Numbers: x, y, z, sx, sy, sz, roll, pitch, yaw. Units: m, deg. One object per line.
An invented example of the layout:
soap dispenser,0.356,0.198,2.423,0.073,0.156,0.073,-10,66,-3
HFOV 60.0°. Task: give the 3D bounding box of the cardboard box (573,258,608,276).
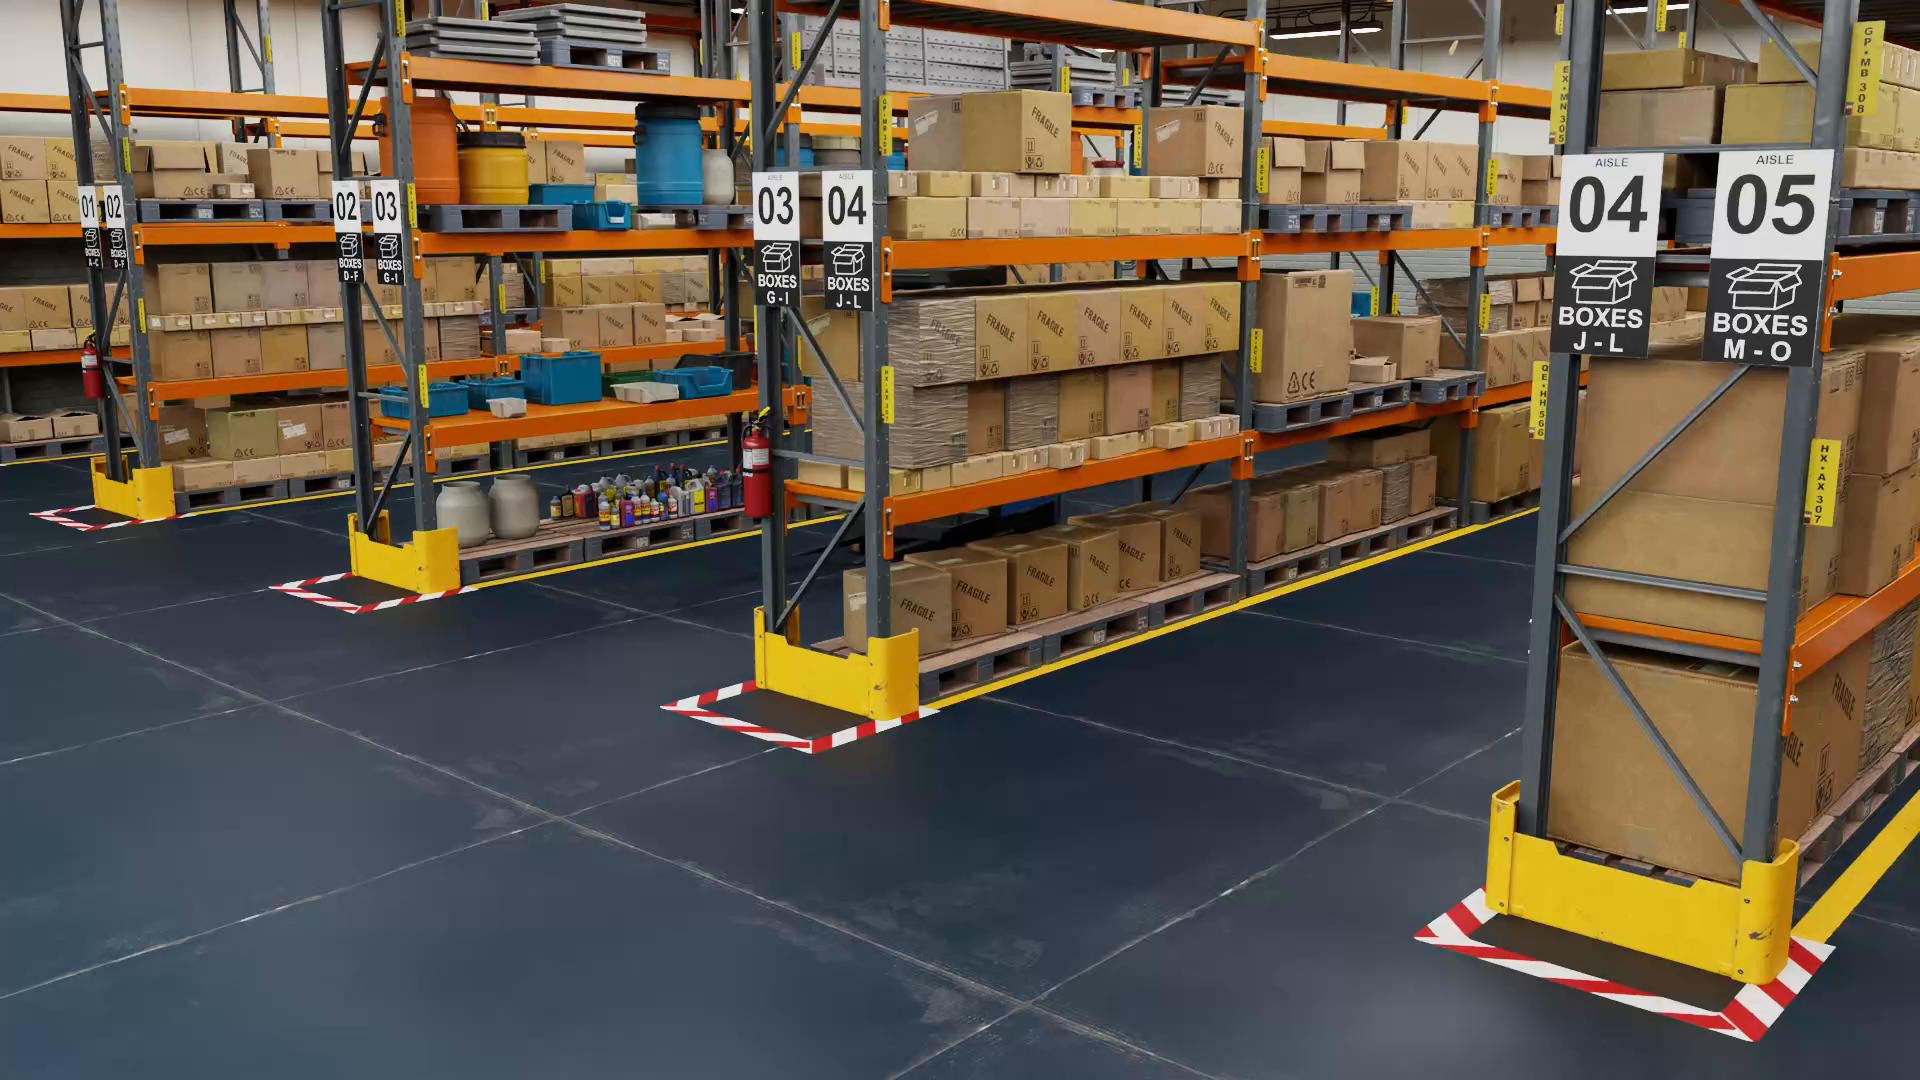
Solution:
cardboard box,-5.860,-4.265,25.964,0.500,0.250,0.500,9,15,40

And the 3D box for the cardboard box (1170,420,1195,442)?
cardboard box,1.511,-0.813,12.301,0.380,0.149,0.250,10,15,40

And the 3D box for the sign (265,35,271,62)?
sign,-8.952,-6.357,21.516,0.100,0.325,0.005,10,15,40

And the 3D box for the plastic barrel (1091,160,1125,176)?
plastic barrel,1.792,-4.323,20.157,0.433,0.535,0.433,0,11,0

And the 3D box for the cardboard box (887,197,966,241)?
cardboard box,-0.313,-1.916,9.911,0.500,0.250,0.500,10,15,42

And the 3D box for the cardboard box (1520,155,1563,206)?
cardboard box,5.788,-3.689,17.069,0.797,0.503,0.637,10,15,40

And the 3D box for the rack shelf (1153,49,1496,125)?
rack shelf,3.135,-3.757,13.944,1.077,0.370,4.000,10,15,40

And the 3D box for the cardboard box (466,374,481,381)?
cardboard box,-7.571,-2.396,24.848,0.700,0.500,0.500,10,15,40

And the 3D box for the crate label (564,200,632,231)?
crate label,-3.062,-2.753,14.094,0.502,0.251,0.408,10,15,40

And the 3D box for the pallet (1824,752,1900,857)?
pallet,4.108,1.236,8.524,1.003,0.211,1.213,10,15,40

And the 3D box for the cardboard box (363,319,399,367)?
cardboard box,-6.590,-2.183,18.264,0.700,0.500,0.500,10,15,41

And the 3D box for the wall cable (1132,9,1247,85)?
wall cable,4.608,-9.089,32.813,3.097,2.526,0.112,10,15,40

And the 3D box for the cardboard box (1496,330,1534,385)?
cardboard box,5.319,-1.820,16.449,0.500,0.500,0.500,9,15,39

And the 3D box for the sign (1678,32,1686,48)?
sign,9.323,-6.386,21.457,0.100,0.325,0.005,10,15,40

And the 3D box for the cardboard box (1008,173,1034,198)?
cardboard box,0.245,-2.230,10.462,0.380,0.149,0.250,10,15,40

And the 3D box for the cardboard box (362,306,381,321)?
cardboard box,-6.482,-2.464,18.017,0.380,0.149,0.250,10,15,42

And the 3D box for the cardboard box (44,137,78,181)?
cardboard box,-10.852,-4.592,20.066,0.500,0.500,0.500,10,15,42

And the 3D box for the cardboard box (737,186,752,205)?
cardboard box,-2.721,-4.528,22.350,0.910,0.500,0.500,10,15,40

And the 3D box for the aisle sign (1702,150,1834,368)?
aisle sign,3.012,-1.051,6.216,0.394,0.787,0.004,10,15,40

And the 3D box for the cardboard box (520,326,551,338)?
cardboard box,-5.182,-2.439,20.144,0.396,0.266,0.258,9,15,39

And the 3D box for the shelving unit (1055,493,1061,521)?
shelving unit,0.716,-0.762,16.002,0.503,1.200,0.258,-11,16,-43

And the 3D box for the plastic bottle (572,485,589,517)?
plastic bottle,-3.476,-0.362,15.237,0.152,0.276,0.135,10,15,41

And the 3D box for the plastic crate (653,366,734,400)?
plastic crate,-2.432,-1.440,15.178,0.499,0.251,0.616,10,15,40

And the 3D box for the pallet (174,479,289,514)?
pallet,-7.791,-0.513,17.281,1.003,0.211,1.213,10,15,40

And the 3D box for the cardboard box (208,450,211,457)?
cardboard box,-7.811,-0.813,17.608,0.500,0.250,0.500,10,15,40

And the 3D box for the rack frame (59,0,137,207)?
rack frame,-8.264,-4.705,15.830,1.000,3.000,0.127,10,15,40

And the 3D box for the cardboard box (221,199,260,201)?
cardboard box,-9.497,-4.414,21.729,0.500,0.500,0.500,10,15,42

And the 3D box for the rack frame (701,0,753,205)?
rack frame,-2.984,-5.882,21.723,1.000,3.000,0.127,10,15,40

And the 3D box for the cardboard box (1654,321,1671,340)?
cardboard box,7.935,-2.427,19.367,0.500,0.250,0.500,10,15,40

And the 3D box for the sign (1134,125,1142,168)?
sign,1.396,-3.059,12.922,0.100,0.325,0.005,10,15,40

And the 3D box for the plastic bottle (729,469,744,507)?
plastic bottle,-2.114,-0.495,15.710,0.144,0.351,0.185,9,15,39

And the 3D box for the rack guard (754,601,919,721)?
rack guard,-0.775,0.733,10.303,1.175,0.500,0.348,10,15,40

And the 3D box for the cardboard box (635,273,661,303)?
cardboard box,-5.175,-4.049,26.799,0.500,0.500,0.500,10,15,42

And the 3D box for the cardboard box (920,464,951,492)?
cardboard box,-0.279,-0.404,10.254,0.380,0.149,0.250,10,15,40

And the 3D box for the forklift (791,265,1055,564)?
forklift,-0.307,-1.321,14.379,1.130,2.935,3.031,7,13,31

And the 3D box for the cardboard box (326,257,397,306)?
cardboard box,-6.576,-2.822,18.155,0.700,0.500,0.500,10,15,40

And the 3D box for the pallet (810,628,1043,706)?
pallet,-0.213,0.760,10.907,1.003,0.211,1.213,10,15,40

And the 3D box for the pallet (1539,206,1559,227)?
pallet,5.576,-3.303,16.954,1.003,0.211,1.213,11,16,43

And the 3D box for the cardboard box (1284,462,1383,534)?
cardboard box,3.302,-0.380,14.752,0.500,0.500,0.700,-11,15,-43

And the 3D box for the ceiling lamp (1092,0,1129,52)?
ceiling lamp,2.243,-10.629,30.590,2.000,3.185,0.800,10,15,40

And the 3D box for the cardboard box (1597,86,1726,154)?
cardboard box,2.947,-1.732,6.899,0.500,0.250,0.500,10,15,41

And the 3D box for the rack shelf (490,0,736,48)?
rack shelf,-5.387,-8.093,26.145,1.077,0.370,4.000,10,15,40

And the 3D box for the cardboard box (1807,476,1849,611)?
cardboard box,3.391,-0.043,7.424,0.875,0.550,0.550,10,15,40

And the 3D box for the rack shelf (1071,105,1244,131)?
rack shelf,2.055,-4.986,20.097,1.077,0.370,4.000,10,15,40

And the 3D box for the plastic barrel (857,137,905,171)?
plastic barrel,-0.870,-3.722,17.291,0.600,0.901,0.708,10,15,40

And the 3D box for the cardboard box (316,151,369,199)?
cardboard box,-6.806,-3.922,17.874,0.637,0.503,0.797,-10,15,-41

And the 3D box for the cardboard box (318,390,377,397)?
cardboard box,-6.825,-1.402,18.643,0.500,0.500,0.500,10,15,40

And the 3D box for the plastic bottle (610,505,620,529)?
plastic bottle,-3.047,-0.207,14.649,0.097,0.201,0.097,0,11,0

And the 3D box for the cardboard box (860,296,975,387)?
cardboard box,-0.258,-1.212,10.094,0.500,0.500,0.500,10,15,40

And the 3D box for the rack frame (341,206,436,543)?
rack frame,-4.546,-1.122,13.208,1.000,3.000,0.127,10,15,40

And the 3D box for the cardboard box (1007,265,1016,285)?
cardboard box,0.519,-4.177,25.695,0.500,0.500,0.500,9,15,39

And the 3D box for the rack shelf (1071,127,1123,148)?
rack shelf,0.977,-6.410,26.213,1.077,0.370,4.000,10,15,40

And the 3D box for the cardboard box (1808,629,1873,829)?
cardboard box,3.811,0.773,8.076,0.875,0.875,0.875,9,15,39

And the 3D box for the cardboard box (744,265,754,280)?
cardboard box,-3.696,-4.393,28.821,0.980,0.700,0.700,10,15,41

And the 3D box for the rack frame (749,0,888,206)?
rack frame,-0.826,-3.423,9.415,1.000,3.000,0.127,10,15,40

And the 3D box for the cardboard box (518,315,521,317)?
cardboard box,-6.685,-3.547,25.943,0.380,0.149,0.250,10,15,41

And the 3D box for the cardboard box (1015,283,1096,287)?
cardboard box,0.667,-1.575,11.908,0.500,0.500,0.500,10,15,40
